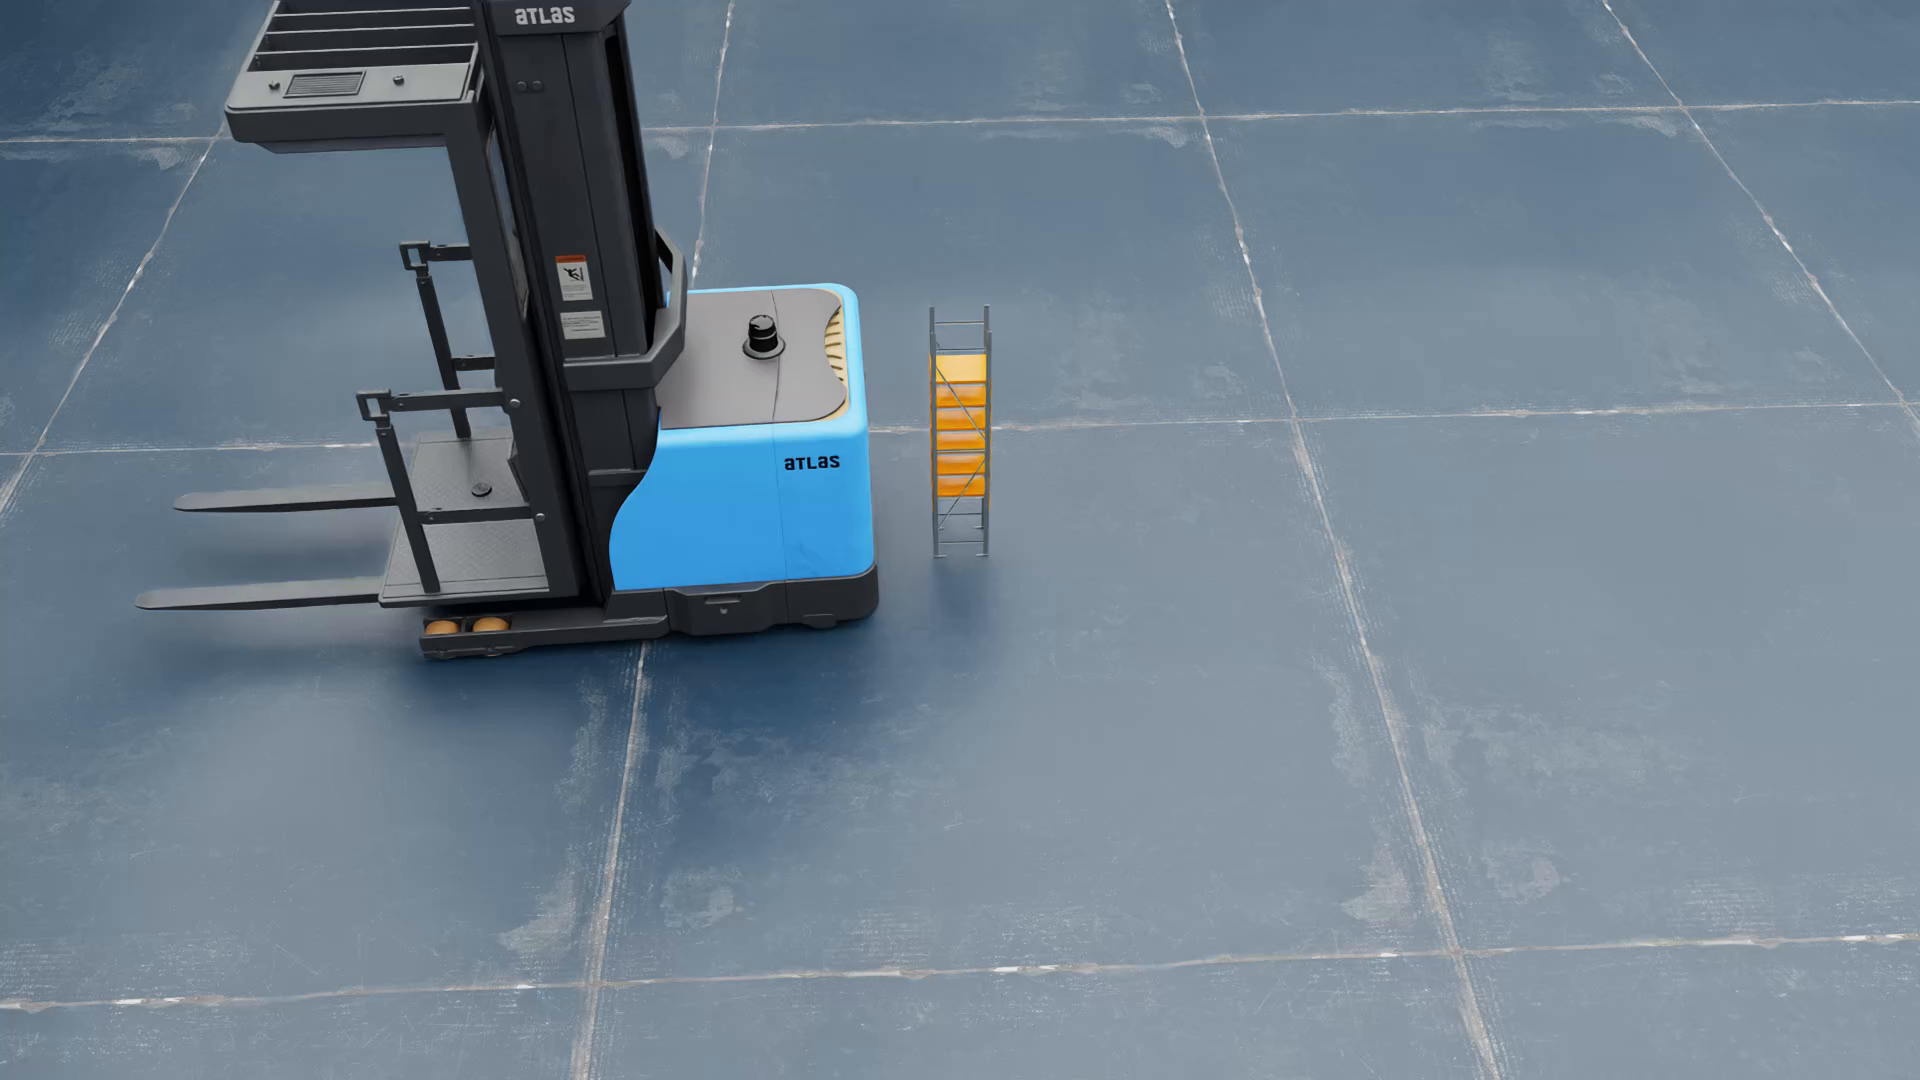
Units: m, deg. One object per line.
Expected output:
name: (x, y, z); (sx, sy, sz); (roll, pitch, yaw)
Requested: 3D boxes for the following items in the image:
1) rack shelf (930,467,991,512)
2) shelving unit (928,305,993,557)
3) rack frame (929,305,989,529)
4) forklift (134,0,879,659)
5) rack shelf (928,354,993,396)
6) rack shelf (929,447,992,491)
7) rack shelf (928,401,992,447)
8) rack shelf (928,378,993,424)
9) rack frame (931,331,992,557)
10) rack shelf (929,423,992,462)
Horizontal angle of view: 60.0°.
rack shelf: (0.001, -0.223, 7.176); (0.258, 0.103, 0.180); (-2, 43, -2)
shelving unit: (0.001, -0.433, 6.984); (0.258, 1.200, 0.189); (-2, 43, -2)
rack frame: (-0.003, -0.494, 7.051); (0.240, 1.200, 0.006); (-2, 43, -2)
forklift: (-1.889, -0.964, 6.282); (3.031, 2.935, 1.130); (-4, 43, -4)
rack shelf: (0.001, -0.665, 6.770); (0.258, 0.103, 0.180); (-2, 43, -2)
rack shelf: (0.001, -0.311, 7.095); (0.258, 0.103, 0.180); (-2, 43, -2)
rack shelf: (0.001, -0.488, 6.933); (0.258, 0.103, 0.180); (-2, 43, -2)
rack shelf: (0.001, -0.577, 6.851); (0.258, 0.103, 0.180); (-2, 43, -2)
rack frame: (0.005, -0.371, 6.916); (0.240, 1.200, 0.006); (-2, 43, -2)
rack shelf: (0.001, -0.400, 7.014); (0.258, 0.103, 0.180); (-2, 43, -2)
